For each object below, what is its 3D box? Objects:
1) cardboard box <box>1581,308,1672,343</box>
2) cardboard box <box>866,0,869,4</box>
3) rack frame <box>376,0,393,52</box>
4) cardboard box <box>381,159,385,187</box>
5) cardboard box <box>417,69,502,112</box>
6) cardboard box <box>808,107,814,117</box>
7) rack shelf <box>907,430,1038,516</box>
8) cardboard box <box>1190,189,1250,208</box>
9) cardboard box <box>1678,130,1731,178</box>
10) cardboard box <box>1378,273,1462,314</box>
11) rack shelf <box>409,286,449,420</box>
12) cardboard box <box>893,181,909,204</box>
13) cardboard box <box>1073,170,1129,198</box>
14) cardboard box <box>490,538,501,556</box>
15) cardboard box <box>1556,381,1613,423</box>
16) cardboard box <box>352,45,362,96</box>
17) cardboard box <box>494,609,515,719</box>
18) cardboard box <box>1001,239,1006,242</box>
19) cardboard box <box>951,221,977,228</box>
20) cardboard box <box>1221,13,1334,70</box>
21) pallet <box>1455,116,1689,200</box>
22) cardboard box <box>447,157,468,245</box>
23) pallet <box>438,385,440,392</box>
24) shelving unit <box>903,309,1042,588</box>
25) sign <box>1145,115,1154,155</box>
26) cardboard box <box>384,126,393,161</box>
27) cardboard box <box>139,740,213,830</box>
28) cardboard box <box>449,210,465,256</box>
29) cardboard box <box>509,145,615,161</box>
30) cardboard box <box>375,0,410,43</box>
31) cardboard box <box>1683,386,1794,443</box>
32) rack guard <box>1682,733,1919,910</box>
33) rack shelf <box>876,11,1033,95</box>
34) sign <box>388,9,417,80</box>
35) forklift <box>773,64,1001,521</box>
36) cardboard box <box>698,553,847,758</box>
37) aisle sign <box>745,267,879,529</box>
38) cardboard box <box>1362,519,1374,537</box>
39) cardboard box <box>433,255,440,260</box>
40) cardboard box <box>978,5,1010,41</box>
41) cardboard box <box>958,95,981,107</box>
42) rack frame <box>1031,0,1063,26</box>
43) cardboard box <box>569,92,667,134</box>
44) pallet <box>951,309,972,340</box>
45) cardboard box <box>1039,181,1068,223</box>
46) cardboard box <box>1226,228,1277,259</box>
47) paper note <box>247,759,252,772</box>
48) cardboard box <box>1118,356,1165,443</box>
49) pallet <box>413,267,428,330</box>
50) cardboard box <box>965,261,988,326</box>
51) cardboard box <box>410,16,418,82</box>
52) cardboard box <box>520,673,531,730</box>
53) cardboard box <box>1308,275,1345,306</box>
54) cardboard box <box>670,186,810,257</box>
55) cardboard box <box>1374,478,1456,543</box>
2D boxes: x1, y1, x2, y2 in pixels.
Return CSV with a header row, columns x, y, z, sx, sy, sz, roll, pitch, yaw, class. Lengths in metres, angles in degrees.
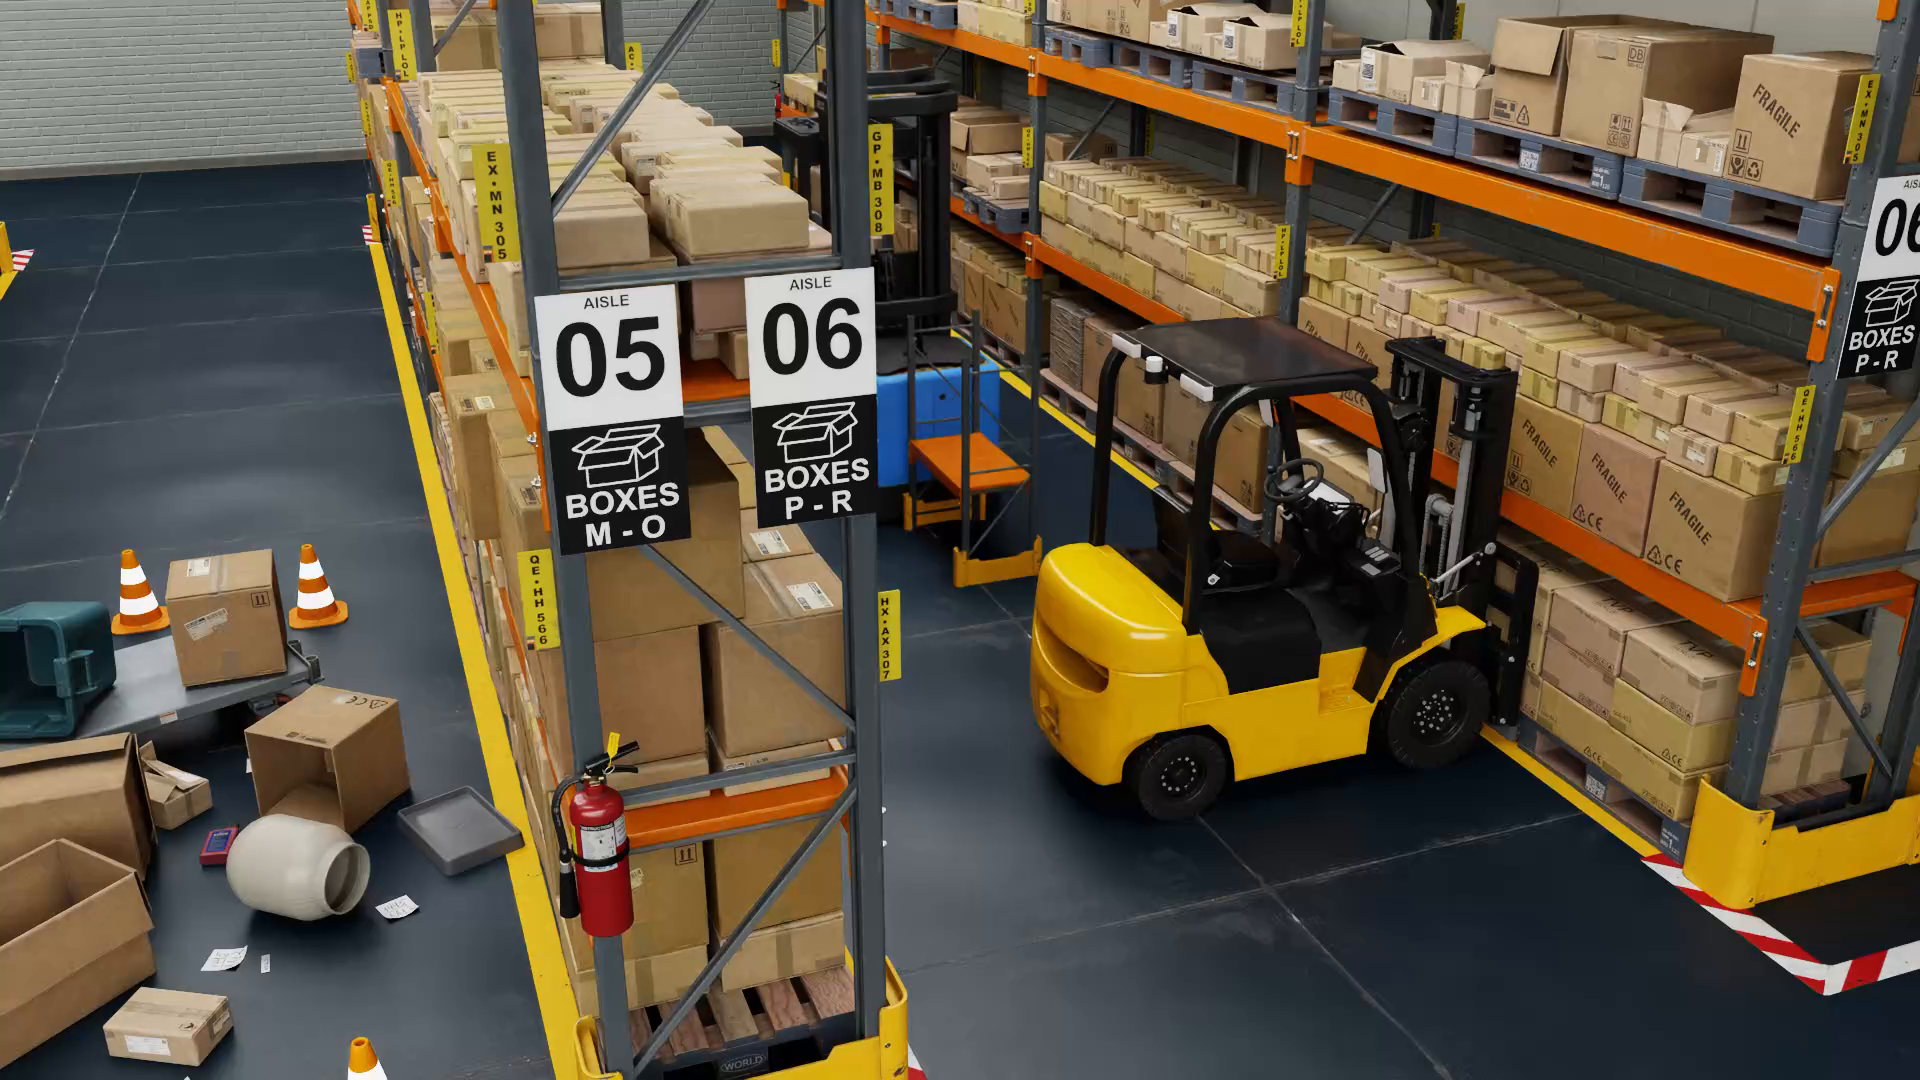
x,y,z,sx,sy,sz,roll,pitch,yaw,class
3.451,-1.088,8.623,0.380,0.149,0.250,-8,24,-19,cardboard box
-0.753,-5.605,17.149,0.380,0.149,0.250,-9,24,-19,cardboard box
-3.579,-4.878,11.236,1.000,3.000,0.127,-8,24,-19,rack frame
-4.737,-3.157,14.427,0.500,0.250,0.500,-8,24,-18,cardboard box
-2.360,-2.134,7.887,0.380,0.149,0.250,-9,24,-20,cardboard box
-1.613,-5.152,19.936,0.380,0.149,0.250,-8,24,-17,cardboard box
0.070,-0.452,10.854,0.538,0.185,1.000,-8,24,-19,rack shelf
1.928,-2.495,12.343,0.380,0.149,0.250,-8,24,-17,cardboard box
3.312,-1.654,7.105,0.380,0.149,0.250,-9,24,-21,cardboard box
2.581,-1.386,9.329,0.380,0.149,0.250,-8,24,-18,cardboard box
-2.873,-1.055,10.817,1.077,0.370,4.000,-8,24,-19,rack shelf
-1.003,-3.816,19.119,0.700,0.500,0.500,-9,25,-21,cardboard box
1.110,-2.798,13.062,0.380,0.149,0.250,-8,24,-18,cardboard box
-1.907,-0.281,7.544,0.500,0.500,0.500,-9,24,-19,cardboard box
3.137,-0.695,8.073,0.380,0.149,0.250,-9,25,-21,cardboard box
-6.313,-5.126,18.135,0.500,0.500,0.500,-9,24,-20,cardboard box
-2.010,0.513,8.206,0.500,0.500,0.500,-7,24,-17,cardboard box
0.608,-2.935,16.194,0.380,0.149,0.250,-9,25,-21,cardboard box
-0.038,-3.047,16.460,0.380,0.149,0.250,-8,24,-19,cardboard box
1.992,-3.152,10.451,0.500,0.311,0.500,-9,25,-21,cardboard box
3.229,-1.935,8.230,1.003,0.211,1.213,-8,24,-19,pallet
-1.731,-1.359,6.561,0.500,0.250,0.500,-8,24,-18,cardboard box
-3.787,-1.125,13.647,1.003,0.211,1.213,-8,24,-19,pallet
0.067,-0.621,10.792,0.587,1.500,1.083,-8,24,-19,shelving unit
1.581,-3.406,13.979,0.100,0.325,0.005,-8,24,-19,sign
-4.196,-2.957,12.988,0.500,0.500,0.500,-8,24,-18,cardboard box
-3.886,1.191,8.083,0.396,0.266,0.258,12,26,27,cardboard box
-1.912,-1.299,6.931,0.380,0.149,0.250,-9,24,-20,cardboard box
-1.432,-1.301,5.909,0.380,0.149,0.250,-8,24,-19,cardboard box
-3.854,-3.853,11.993,0.797,0.503,0.637,-10,25,-22,cardboard box
3.449,-0.557,7.363,0.380,0.149,0.250,-8,24,-19,cardboard box
3.898,1.272,7.589,1.175,0.500,0.348,-8,24,-19,rack guard
0.357,-4.573,15.302,1.077,0.370,4.000,-8,24,-19,rack shelf
-2.684,-2.384,8.010,0.100,0.325,0.005,-8,24,-19,sign
-0.700,-2.022,12.274,1.130,2.935,3.031,-8,24,-19,forklift
-0.661,0.400,5.926,0.500,0.500,0.500,-9,24,-20,cardboard box
-0.441,-0.424,5.047,0.394,0.787,0.004,-8,24,-19,aisle sign
2.538,-0.098,9.977,0.500,0.250,0.500,-8,24,-19,cardboard box
-2.720,-1.353,9.545,0.500,0.500,0.500,-8,24,-19,cardboard box
0.476,-4.444,14.264,0.500,0.250,0.500,-8,24,-19,cardboard box
-0.205,-4.094,16.432,0.700,0.500,0.500,-8,24,-18,cardboard box
1.063,-5.560,12.855,1.000,3.000,0.127,-8,24,-19,rack frame
-1.467,-1.832,7.169,0.380,0.149,0.250,-9,24,-20,cardboard box
0.407,-2.230,16.268,1.003,0.211,1.213,-8,24,-19,pallet
0.968,-2.759,13.482,0.500,0.250,0.500,-8,24,-19,cardboard box
2.002,-1.968,11.094,0.380,0.149,0.250,-8,24,-19,cardboard box
-3.575,1.135,8.518,0.148,0.019,0.142,-8,24,-19,paper note
1.747,-1.185,12.717,0.875,0.625,0.625,-9,25,-21,cardboard box
-3.228,-1.780,11.859,1.213,0.211,1.003,-8,24,-19,pallet
0.358,-2.334,15.604,0.500,0.500,0.500,-7,24,-17,cardboard box
-3.254,-3.196,10.979,0.700,0.500,0.500,-8,24,-19,cardboard box
-1.650,0.655,7.032,0.380,0.149,0.250,-7,24,-17,cardboard box
2.343,-1.535,10.066,0.380,0.149,0.250,-9,24,-20,cardboard box
-0.688,-0.997,5.189,0.380,0.149,0.250,-9,24,-19,cardboard box
2.711,-0.144,9.442,0.500,0.250,0.500,-7,24,-17,cardboard box
